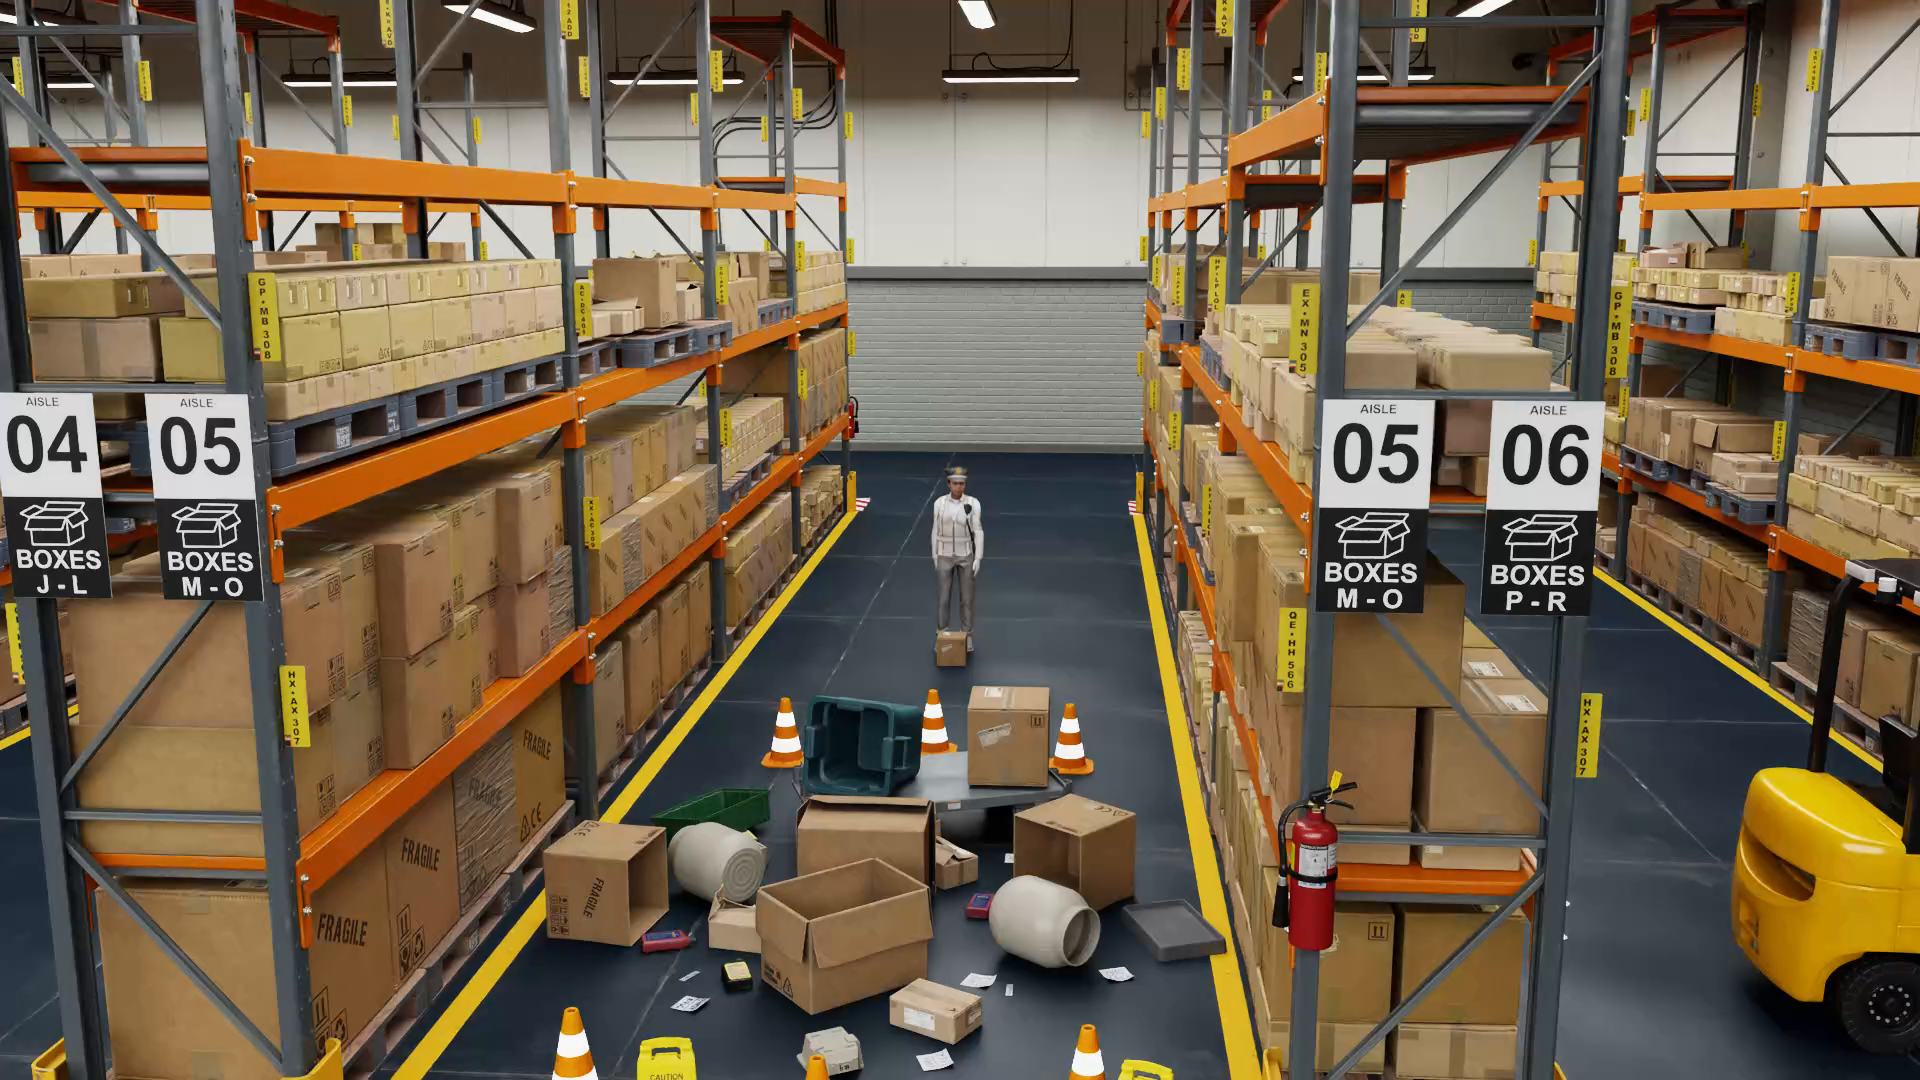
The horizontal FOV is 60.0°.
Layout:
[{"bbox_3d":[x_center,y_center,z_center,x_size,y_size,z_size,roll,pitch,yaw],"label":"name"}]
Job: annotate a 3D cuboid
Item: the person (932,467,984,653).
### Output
[{"bbox_3d":[-0.034,0.170,14.992,0.449,1.691,0.345,1,11,5],"label":"person"}]
